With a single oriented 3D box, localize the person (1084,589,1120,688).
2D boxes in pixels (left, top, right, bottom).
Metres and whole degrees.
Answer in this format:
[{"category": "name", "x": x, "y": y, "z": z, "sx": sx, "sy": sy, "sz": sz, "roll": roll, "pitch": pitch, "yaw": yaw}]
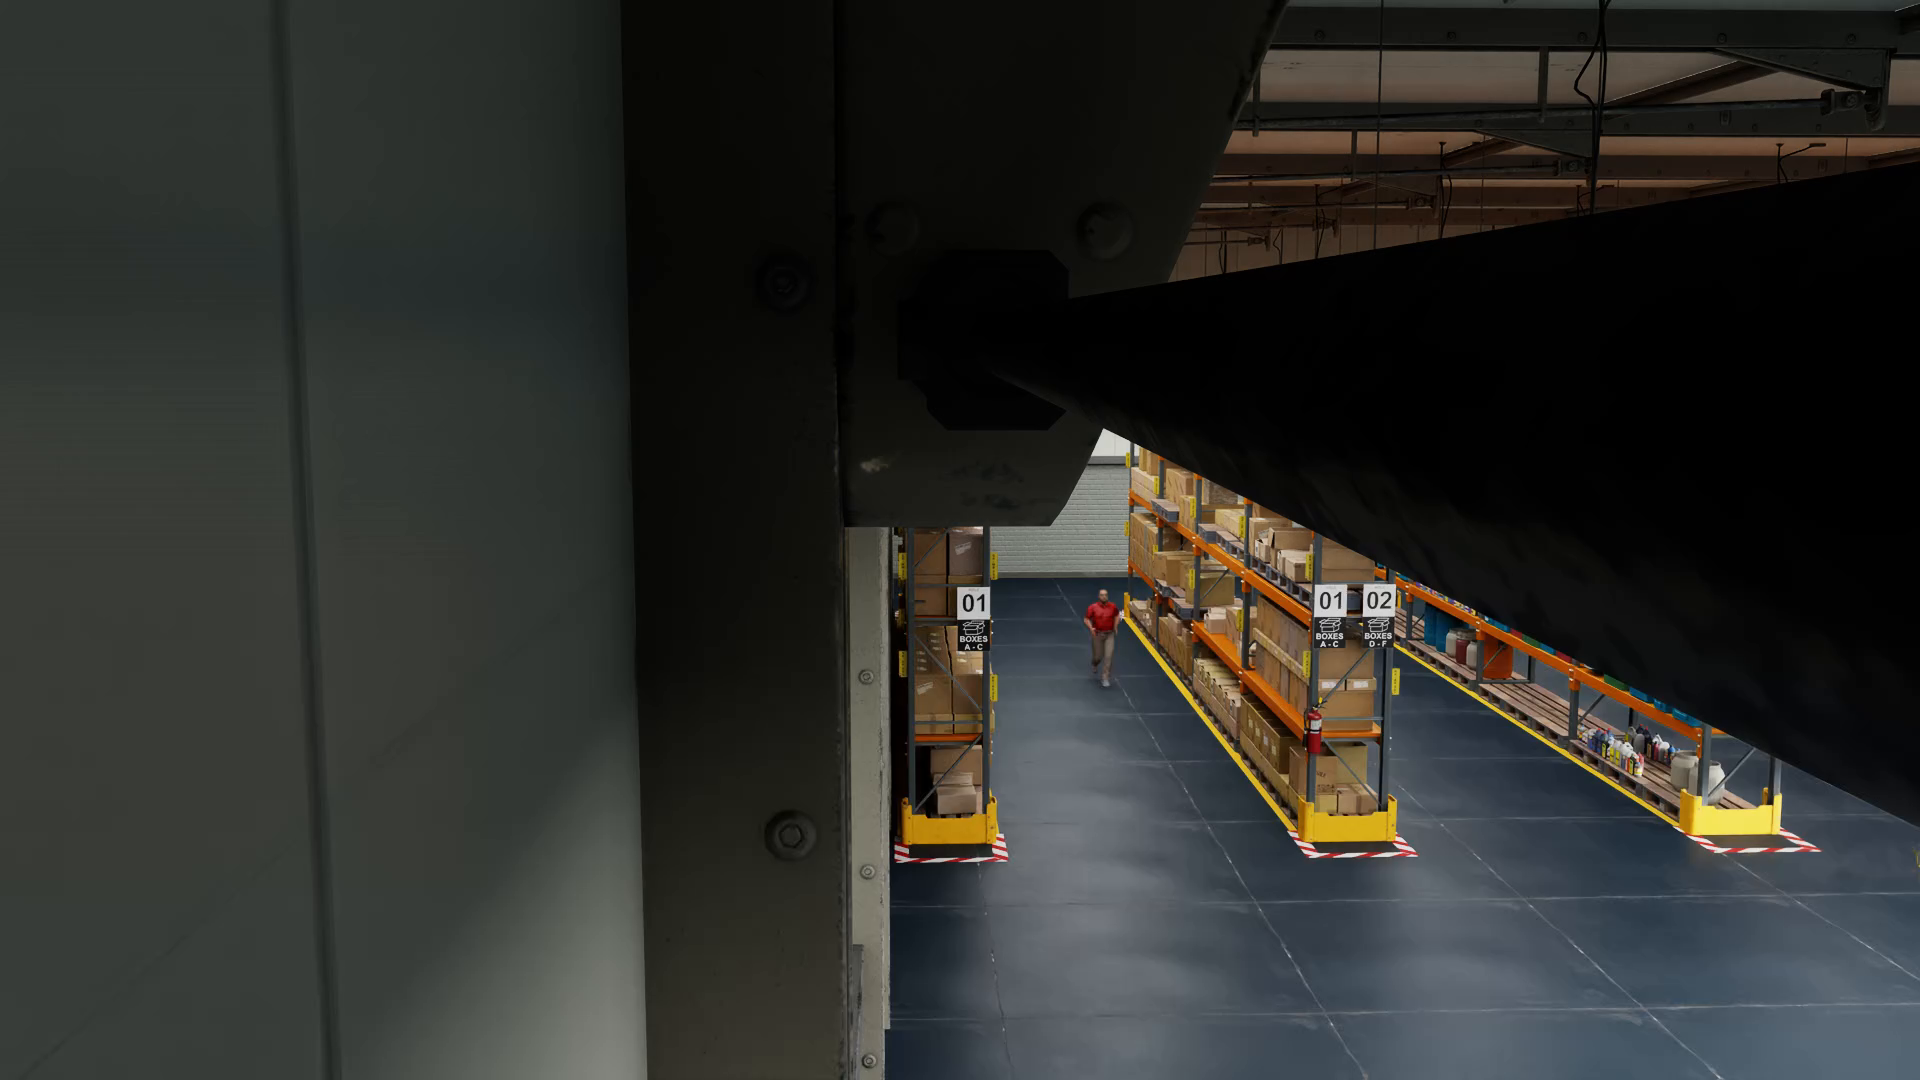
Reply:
[{"category": "person", "x": 2.539, "y": 1.718, "z": 29.580, "sx": 0.668, "sy": 1.711, "sz": 0.821, "roll": -1, "pitch": 7, "yaw": -6}]
